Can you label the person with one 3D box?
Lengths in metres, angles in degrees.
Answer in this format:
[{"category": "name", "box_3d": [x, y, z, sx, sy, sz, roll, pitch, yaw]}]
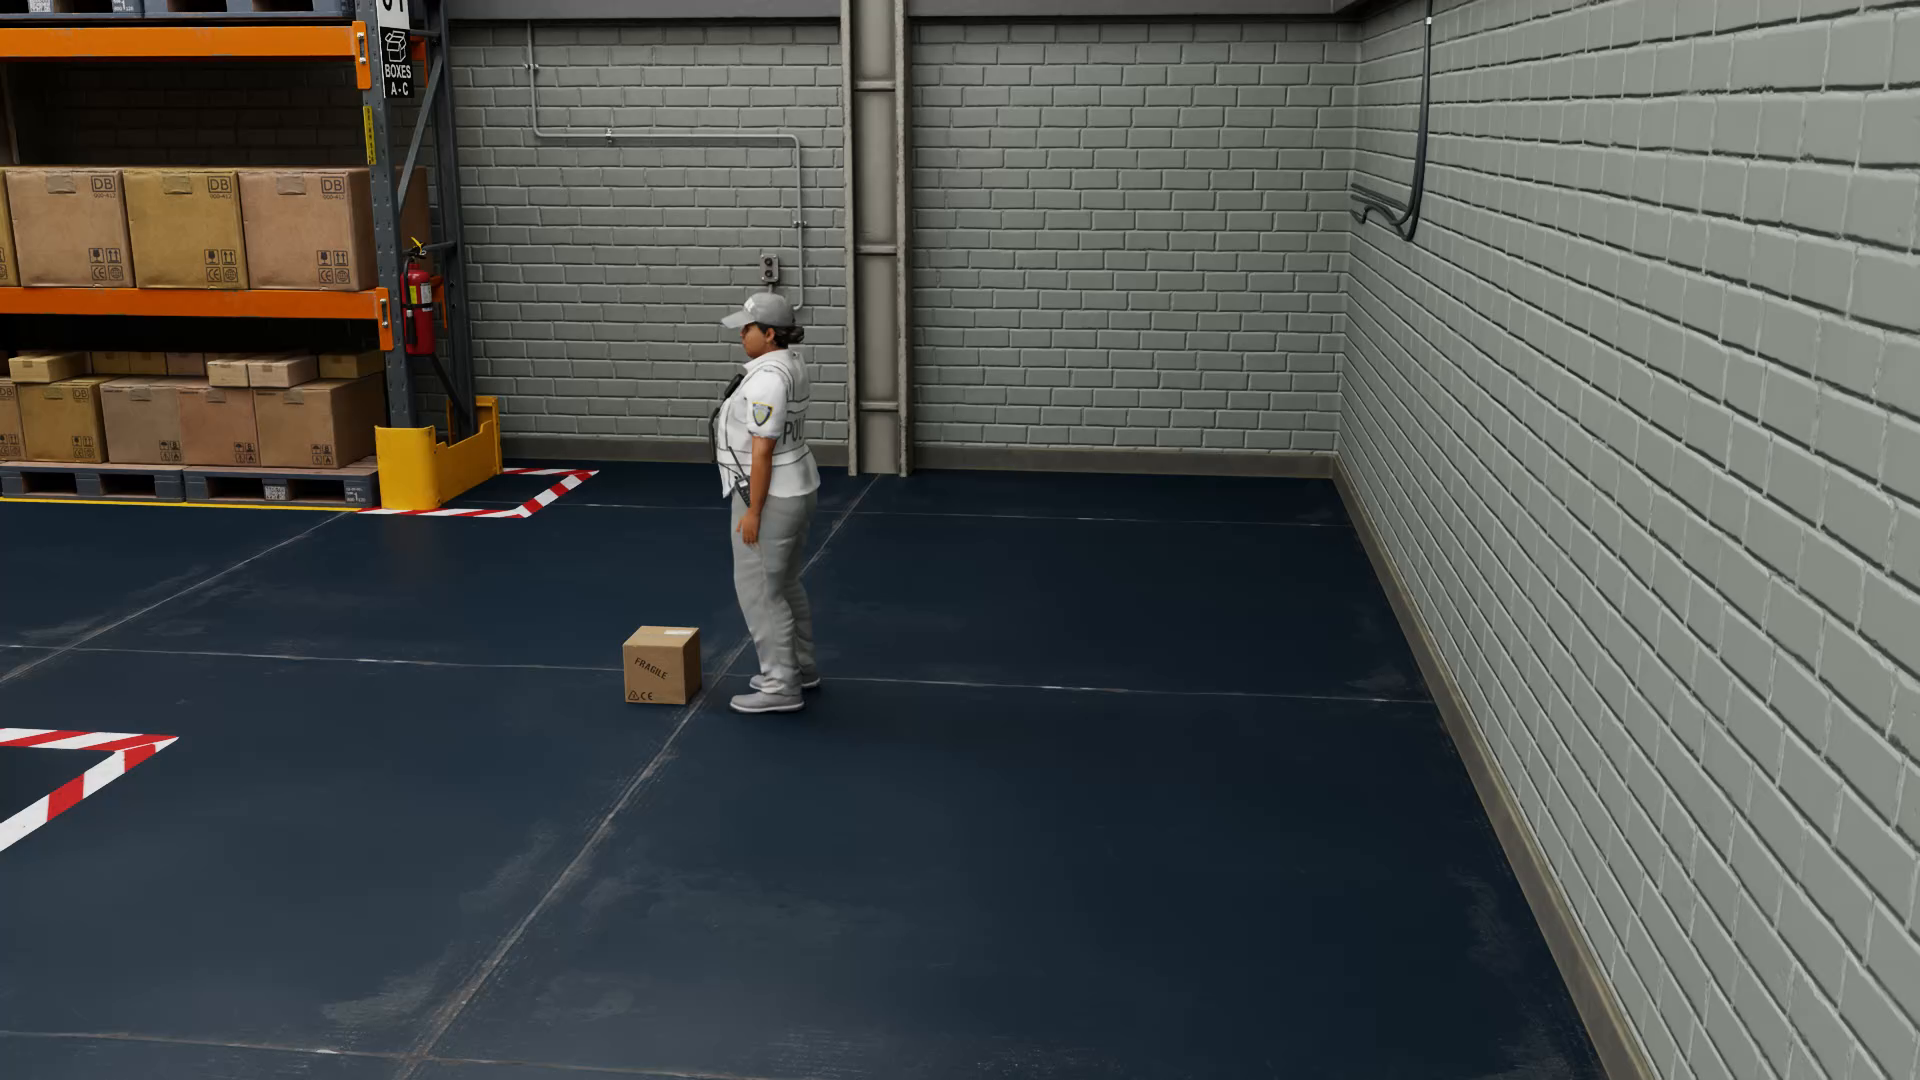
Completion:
[{"category": "person", "box_3d": [-0.761, -0.145, 6.594, 0.390, 1.668, 0.468, 2, 15, 8]}]
